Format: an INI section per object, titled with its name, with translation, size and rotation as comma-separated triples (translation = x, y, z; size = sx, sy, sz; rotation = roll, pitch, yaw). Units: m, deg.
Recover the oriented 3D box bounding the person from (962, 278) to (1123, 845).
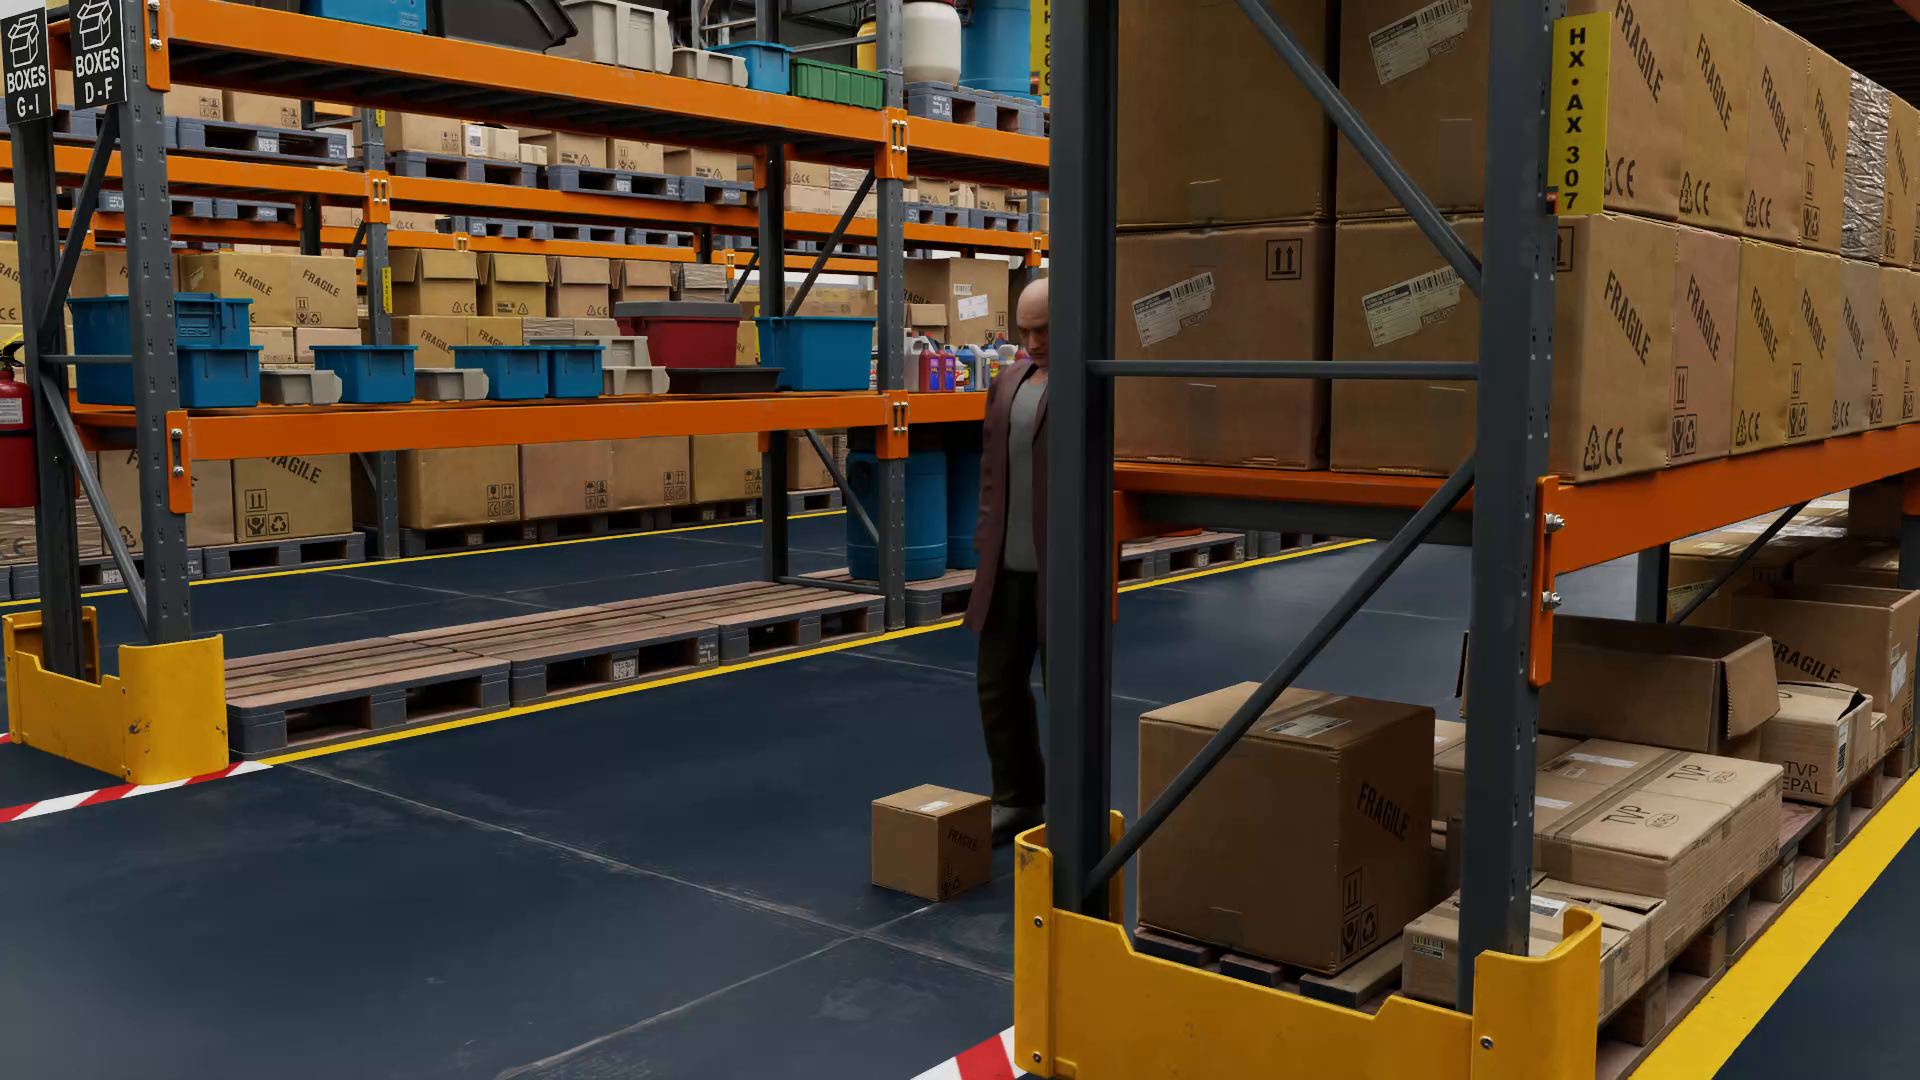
[person]
translation = 0.268, 0.085, 5.139
size = 0.567, 1.765, 0.378
rotation = 5, 8, 40
